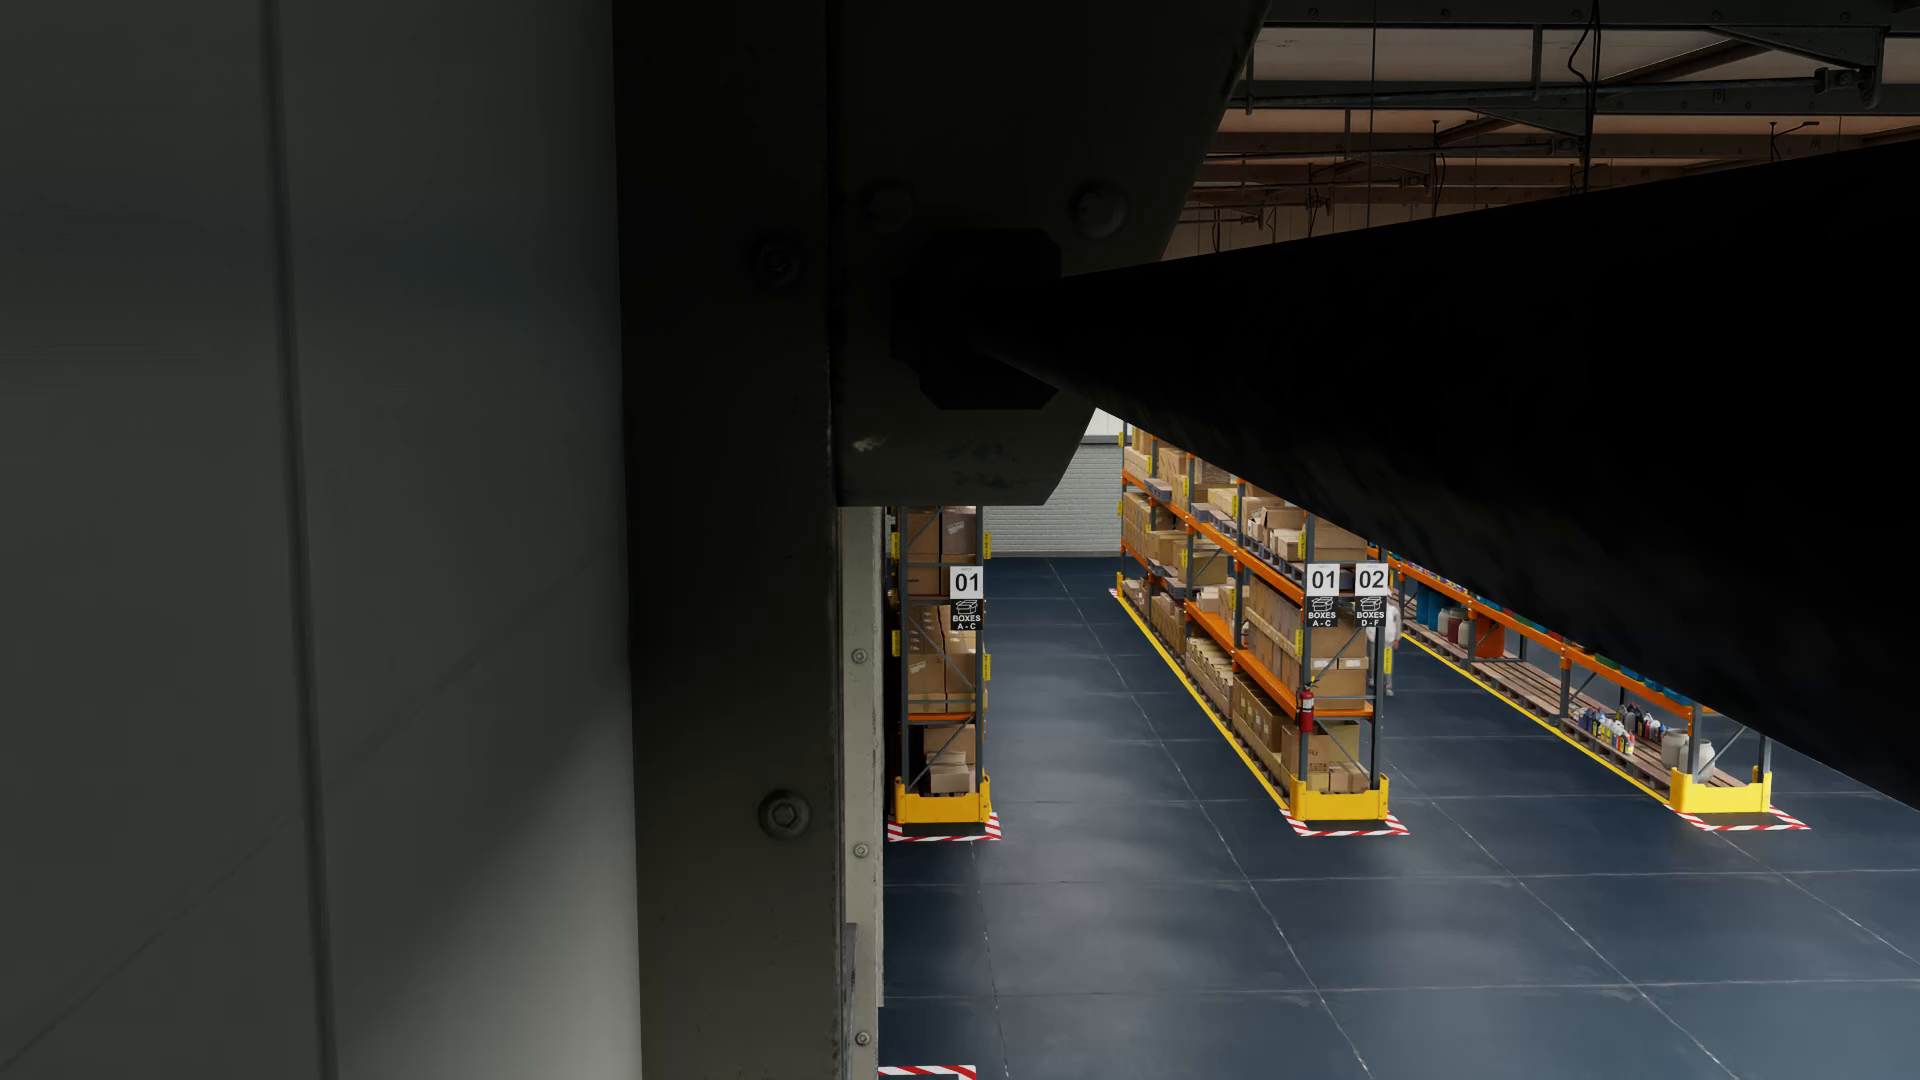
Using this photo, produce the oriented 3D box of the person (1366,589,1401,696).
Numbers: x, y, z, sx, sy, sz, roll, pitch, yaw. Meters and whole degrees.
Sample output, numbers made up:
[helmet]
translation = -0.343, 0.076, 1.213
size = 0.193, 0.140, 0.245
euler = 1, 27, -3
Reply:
[person]
translation = 6.922, 1.647, 27.285
size = 0.634, 1.736, 0.977
euler = 0, 8, 3
